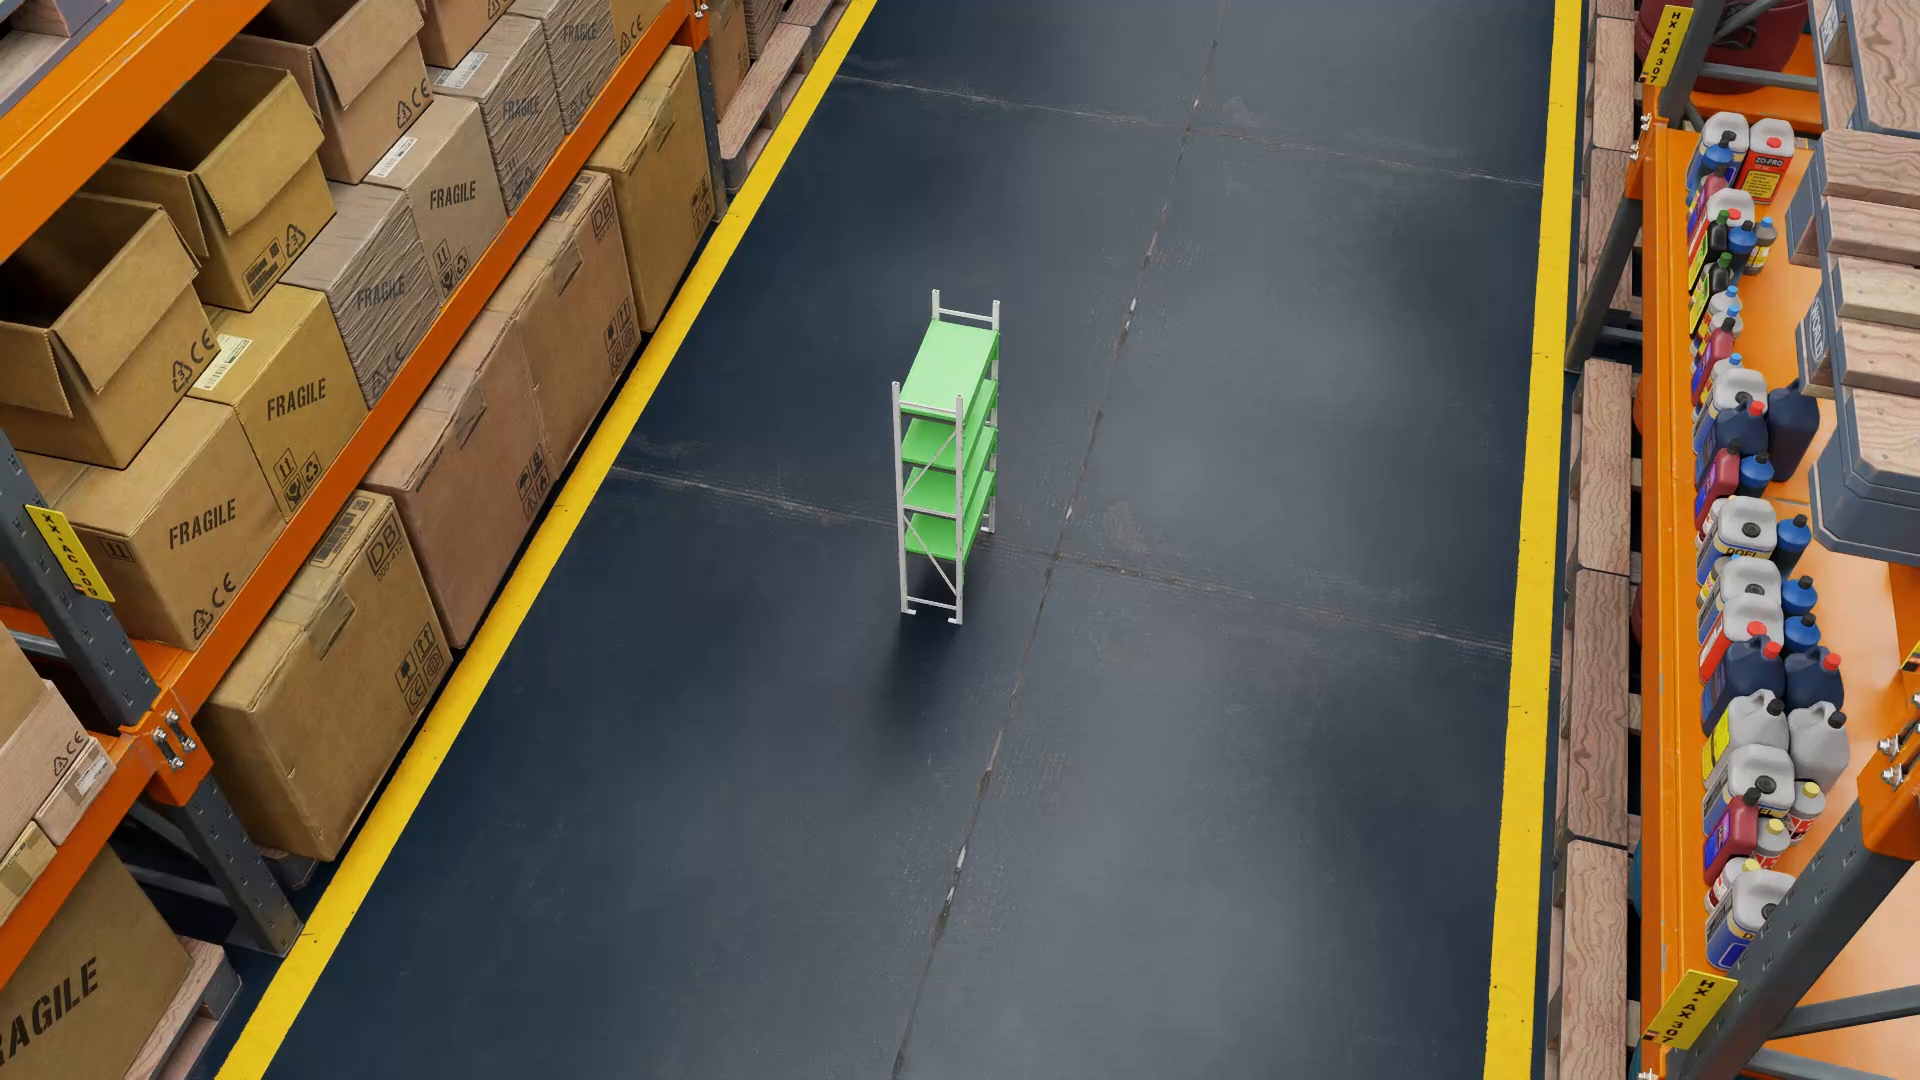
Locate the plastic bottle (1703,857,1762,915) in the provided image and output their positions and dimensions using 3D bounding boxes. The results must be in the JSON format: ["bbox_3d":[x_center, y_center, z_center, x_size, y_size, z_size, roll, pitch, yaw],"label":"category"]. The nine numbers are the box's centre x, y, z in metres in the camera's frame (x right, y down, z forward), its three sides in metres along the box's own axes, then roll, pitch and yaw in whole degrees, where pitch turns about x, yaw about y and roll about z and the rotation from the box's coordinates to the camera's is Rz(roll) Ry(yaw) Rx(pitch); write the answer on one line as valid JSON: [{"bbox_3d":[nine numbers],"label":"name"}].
[{"bbox_3d":[1.897,0.845,4.055,0.097,0.201,0.097,0,49,0],"label":"plastic bottle"}]

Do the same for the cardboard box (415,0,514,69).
[{"bbox_3d":[-2.007,-2.022,5.717,0.797,0.503,0.637,13,50,11],"label":"cardboard box"}]

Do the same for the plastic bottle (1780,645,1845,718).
[{"bbox_3d":[2.215,0.399,4.349,0.144,0.351,0.185,12,50,10],"label":"plastic bottle"}]

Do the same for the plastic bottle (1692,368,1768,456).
[{"bbox_3d":[2.363,-0.383,5.089,0.152,0.276,0.135,12,50,10],"label":"plastic bottle"}]

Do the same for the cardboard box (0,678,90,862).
[{"bbox_3d":[-2.540,0.562,4.074,0.500,0.250,0.500,11,49,9],"label":"cardboard box"}]

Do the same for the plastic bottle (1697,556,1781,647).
[{"bbox_3d":[2.157,0.183,4.589,0.152,0.276,0.135,12,50,10],"label":"plastic bottle"}]

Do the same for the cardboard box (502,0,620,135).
[{"bbox_3d":[-1.652,-1.921,6.297,0.500,0.500,0.500,11,50,10],"label":"cardboard box"}]

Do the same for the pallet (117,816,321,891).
[{"bbox_3d":[-2.547,0.590,6.008,1.003,0.211,1.213,12,50,10],"label":"pallet"}]

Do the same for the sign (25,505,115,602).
[{"bbox_3d":[-2.142,0.036,4.006,0.100,0.325,0.005,12,50,10],"label":"sign"}]

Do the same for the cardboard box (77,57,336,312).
[{"bbox_3d":[-2.325,-1.083,4.888,0.797,0.503,0.637,12,50,10],"label":"cardboard box"}]

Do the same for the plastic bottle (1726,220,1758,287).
[{"bbox_3d":[2.608,-0.959,5.600,0.097,0.271,0.097,0,49,0],"label":"plastic bottle"}]

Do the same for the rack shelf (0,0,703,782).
[{"bbox_3d":[-2.151,-0.969,6.003,1.077,0.370,4.000,12,50,10],"label":"rack shelf"}]

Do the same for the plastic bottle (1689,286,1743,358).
[{"bbox_3d":[2.453,-0.708,5.379,0.097,0.271,0.097,0,49,0],"label":"plastic bottle"}]

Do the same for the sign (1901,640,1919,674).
[{"bbox_3d":[1.571,0.112,2.563,0.100,0.325,0.005,12,50,10],"label":"sign"}]

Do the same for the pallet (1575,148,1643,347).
[{"bbox_3d":[3.395,-1.306,7.681,1.003,0.211,1.213,12,50,10],"label":"pallet"}]

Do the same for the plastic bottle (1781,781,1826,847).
[{"bbox_3d":[2.114,0.681,4.200,0.097,0.201,0.097,0,49,0],"label":"plastic bottle"}]

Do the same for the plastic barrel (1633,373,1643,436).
[{"bbox_3d":[3.041,-0.740,6.488,0.600,0.830,0.708,12,50,10],"label":"plastic barrel"}]

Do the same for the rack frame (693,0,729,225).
[{"bbox_3d":[-1.625,-2.653,7.010,1.000,3.000,0.127,12,50,10],"label":"rack frame"}]

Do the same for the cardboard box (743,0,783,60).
[{"bbox_3d":[-1.334,-2.864,8.570,0.700,0.500,0.500,8,49,7],"label":"cardboard box"}]

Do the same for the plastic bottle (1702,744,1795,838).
[{"bbox_3d":[1.989,0.645,4.181,0.152,0.276,0.135,12,50,10],"label":"plastic bottle"}]

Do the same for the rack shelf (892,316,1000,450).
[{"bbox_3d":[-0.044,-0.553,5.801,0.258,0.148,0.480,12,50,10],"label":"rack shelf"}]

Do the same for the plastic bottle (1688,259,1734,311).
[{"bbox_3d":[2.514,-0.851,5.552,0.097,0.201,0.097,0,49,0],"label":"plastic bottle"}]

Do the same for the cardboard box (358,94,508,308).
[{"bbox_3d":[-1.921,-1.177,5.640,0.500,0.500,0.500,12,50,11],"label":"cardboard box"}]

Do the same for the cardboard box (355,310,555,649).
[{"bbox_3d":[-2.294,-0.309,6.078,1.225,0.875,0.875,10,49,9],"label":"cardboard box"}]

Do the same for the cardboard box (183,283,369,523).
[{"bbox_3d":[-2.184,-0.440,4.990,0.500,0.500,0.500,12,50,10],"label":"cardboard box"}]

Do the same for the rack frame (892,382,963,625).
[{"bbox_3d":[-0.108,-0.101,5.958,0.240,1.200,0.015,12,50,10],"label":"rack frame"}]

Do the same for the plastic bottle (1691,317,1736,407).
[{"bbox_3d":[2.380,-0.561,5.241,0.061,0.283,0.133,12,50,10],"label":"plastic bottle"}]

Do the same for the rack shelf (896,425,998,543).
[{"bbox_3d":[-0.044,-0.235,6.161,0.258,0.148,0.480,12,50,10],"label":"rack shelf"}]

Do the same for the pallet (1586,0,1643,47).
[{"bbox_3d":[4.037,-3.071,9.238,1.003,0.211,1.213,12,50,10],"label":"pallet"}]

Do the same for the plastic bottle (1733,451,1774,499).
[{"bbox_3d":[2.316,-0.157,4.892,0.097,0.271,0.097,0,49,0],"label":"plastic bottle"}]

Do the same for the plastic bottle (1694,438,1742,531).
[{"bbox_3d":[2.235,-0.163,4.890,0.061,0.283,0.133,12,50,10],"label":"plastic bottle"}]

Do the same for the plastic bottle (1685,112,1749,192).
[{"bbox_3d":[2.728,-1.386,5.974,0.152,0.276,0.135,12,50,10],"label":"plastic bottle"}]

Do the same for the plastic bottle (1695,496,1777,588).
[{"bbox_3d":[2.218,0.015,4.737,0.152,0.276,0.135,12,50,10],"label":"plastic bottle"}]

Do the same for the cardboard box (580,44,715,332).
[{"bbox_3d":[-1.826,-1.594,7.212,1.225,0.875,0.875,9,49,8],"label":"cardboard box"}]

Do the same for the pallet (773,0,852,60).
[{"bbox_3d":[-1.094,-3.175,9.330,1.003,0.211,1.213,12,50,10],"label":"pallet"}]

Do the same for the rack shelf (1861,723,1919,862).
[{"bbox_3d":[1.575,1.909,1.462,1.077,0.370,4.000,12,50,10],"label":"rack shelf"}]

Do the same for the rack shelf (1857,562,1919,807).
[{"bbox_3d":[2.627,-0.984,4.016,1.077,0.370,4.000,12,50,10],"label":"rack shelf"}]

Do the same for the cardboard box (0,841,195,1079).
[{"bbox_3d":[-2.928,1.266,4.688,0.875,0.875,0.875,12,50,10],"label":"cardboard box"}]

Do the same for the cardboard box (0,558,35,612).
[{"bbox_3d":[-2.818,-0.185,4.765,0.500,0.500,0.500,12,50,10],"label":"cardboard box"}]

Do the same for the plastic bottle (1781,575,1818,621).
[{"bbox_3d":[2.282,0.196,4.581,0.097,0.271,0.097,0,49,0],"label":"plastic bottle"}]

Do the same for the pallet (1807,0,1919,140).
[{"bbox_3d":[2.509,-1.120,3.782,1.003,0.211,1.213,12,50,10],"label":"pallet"}]

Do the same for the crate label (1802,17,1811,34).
[{"bbox_3d":[3.676,-2.353,6.721,0.502,0.435,0.616,12,50,10],"label":"crate label"}]

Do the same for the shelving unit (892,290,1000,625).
[{"bbox_3d":[-0.044,-0.277,6.113,0.258,1.200,0.503,12,50,10],"label":"shelving unit"}]

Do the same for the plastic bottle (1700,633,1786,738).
[{"bbox_3d":[2.076,0.371,4.374,0.144,0.351,0.185,12,50,10],"label":"plastic bottle"}]

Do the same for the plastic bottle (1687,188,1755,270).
[{"bbox_3d":[2.606,-1.051,5.679,0.152,0.276,0.135,12,50,10],"label":"plastic bottle"}]

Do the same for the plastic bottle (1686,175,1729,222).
[{"bbox_3d":[2.645,-1.212,5.870,0.097,0.201,0.097,0,49,0],"label":"plastic bottle"}]

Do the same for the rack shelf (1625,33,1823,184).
[{"bbox_3d":[3.680,-2.885,7.694,1.077,0.370,4.000,12,50,10],"label":"rack shelf"}]

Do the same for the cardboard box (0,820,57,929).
[{"bbox_3d":[-2.509,0.795,4.134,0.380,0.149,0.250,12,50,11],"label":"cardboard box"}]

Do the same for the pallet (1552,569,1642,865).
[{"bbox_3d":[2.663,0.705,5.906,1.003,0.211,1.213,12,50,10],"label":"pallet"}]

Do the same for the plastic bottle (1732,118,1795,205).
[{"bbox_3d":[2.875,-1.356,5.947,0.152,0.276,0.135,12,50,10],"label":"plastic bottle"}]

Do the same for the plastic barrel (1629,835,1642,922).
[{"bbox_3d":[2.447,0.870,5.019,0.600,0.901,0.708,12,50,10],"label":"plastic barrel"}]
